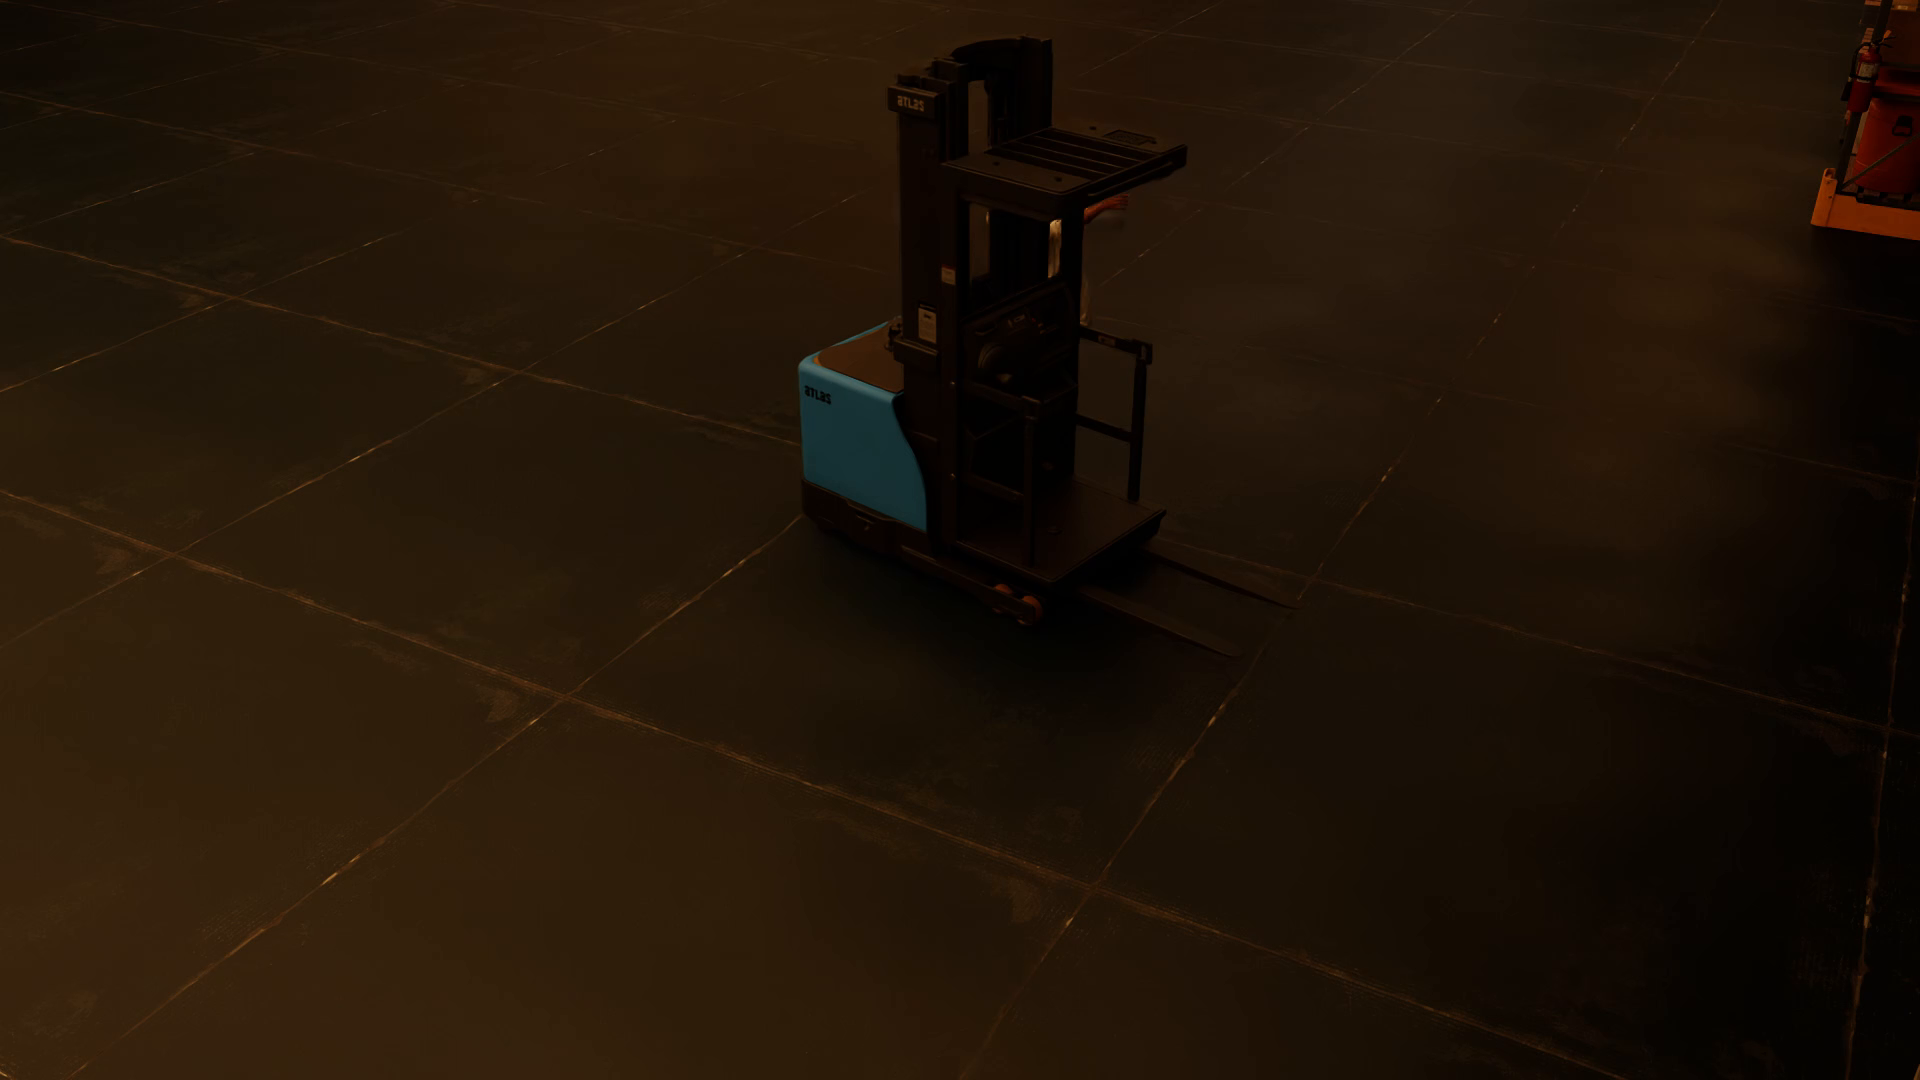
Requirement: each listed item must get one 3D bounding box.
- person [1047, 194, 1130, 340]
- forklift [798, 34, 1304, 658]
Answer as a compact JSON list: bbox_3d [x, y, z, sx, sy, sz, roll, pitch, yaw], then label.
[{"bbox_3d":[0.606,-1.916,11.663,0.702,1.622,1.089,-23,37,-34],"label":"person"},{"bbox_3d":[0.486,-1.091,8.962,3.031,2.935,1.130,23,37,34],"label":"forklift"}]
